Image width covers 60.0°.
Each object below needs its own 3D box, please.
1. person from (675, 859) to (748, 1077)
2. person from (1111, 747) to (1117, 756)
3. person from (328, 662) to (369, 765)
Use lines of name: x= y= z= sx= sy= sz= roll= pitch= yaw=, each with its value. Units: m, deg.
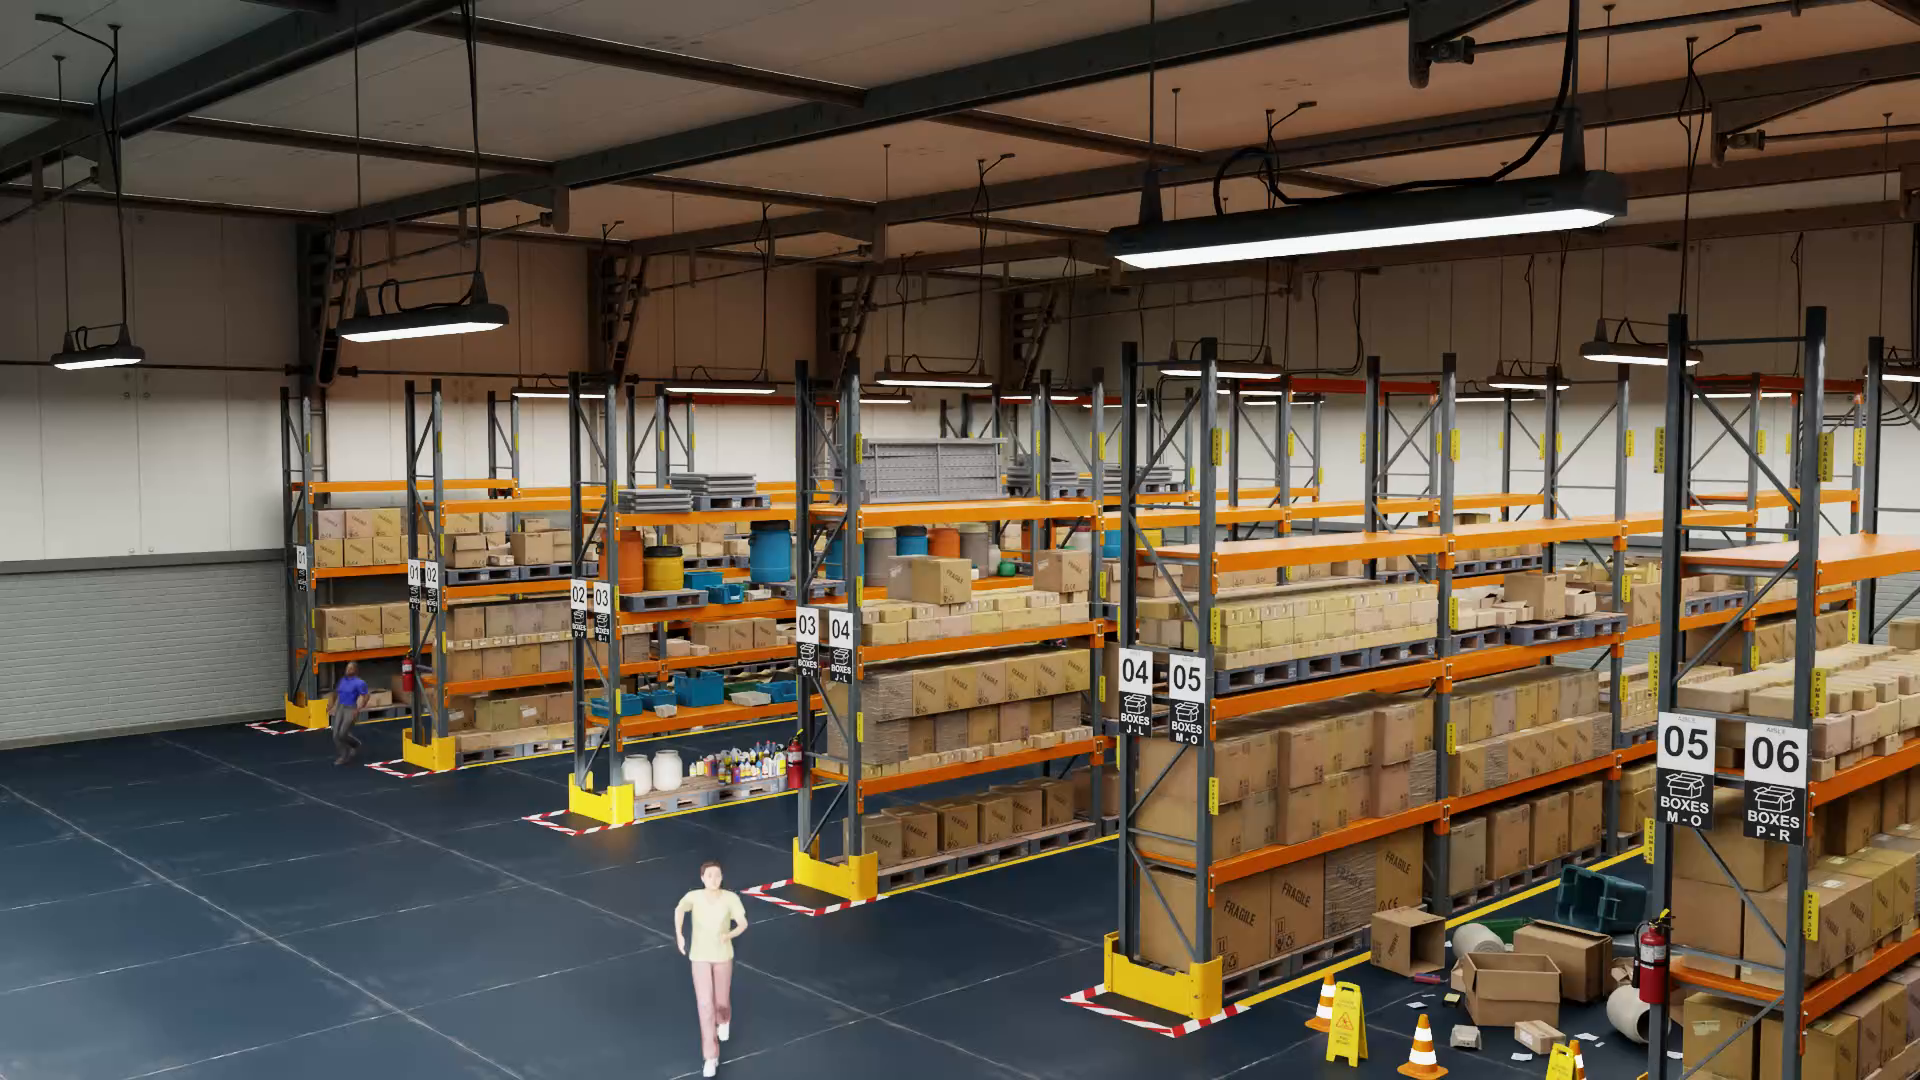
person: x=-2.040 y=3.454 z=13.661 sx=0.597 sy=1.618 sz=0.977 roll=-1 pitch=4 yaw=-9
person: x=2.247 y=2.660 z=26.168 sx=0.642 sy=1.673 sz=0.666 roll=3 pitch=4 yaw=35
person: x=-9.574 y=2.708 z=26.076 sx=0.640 sy=1.614 sz=0.516 roll=1 pitch=4 yaw=19
